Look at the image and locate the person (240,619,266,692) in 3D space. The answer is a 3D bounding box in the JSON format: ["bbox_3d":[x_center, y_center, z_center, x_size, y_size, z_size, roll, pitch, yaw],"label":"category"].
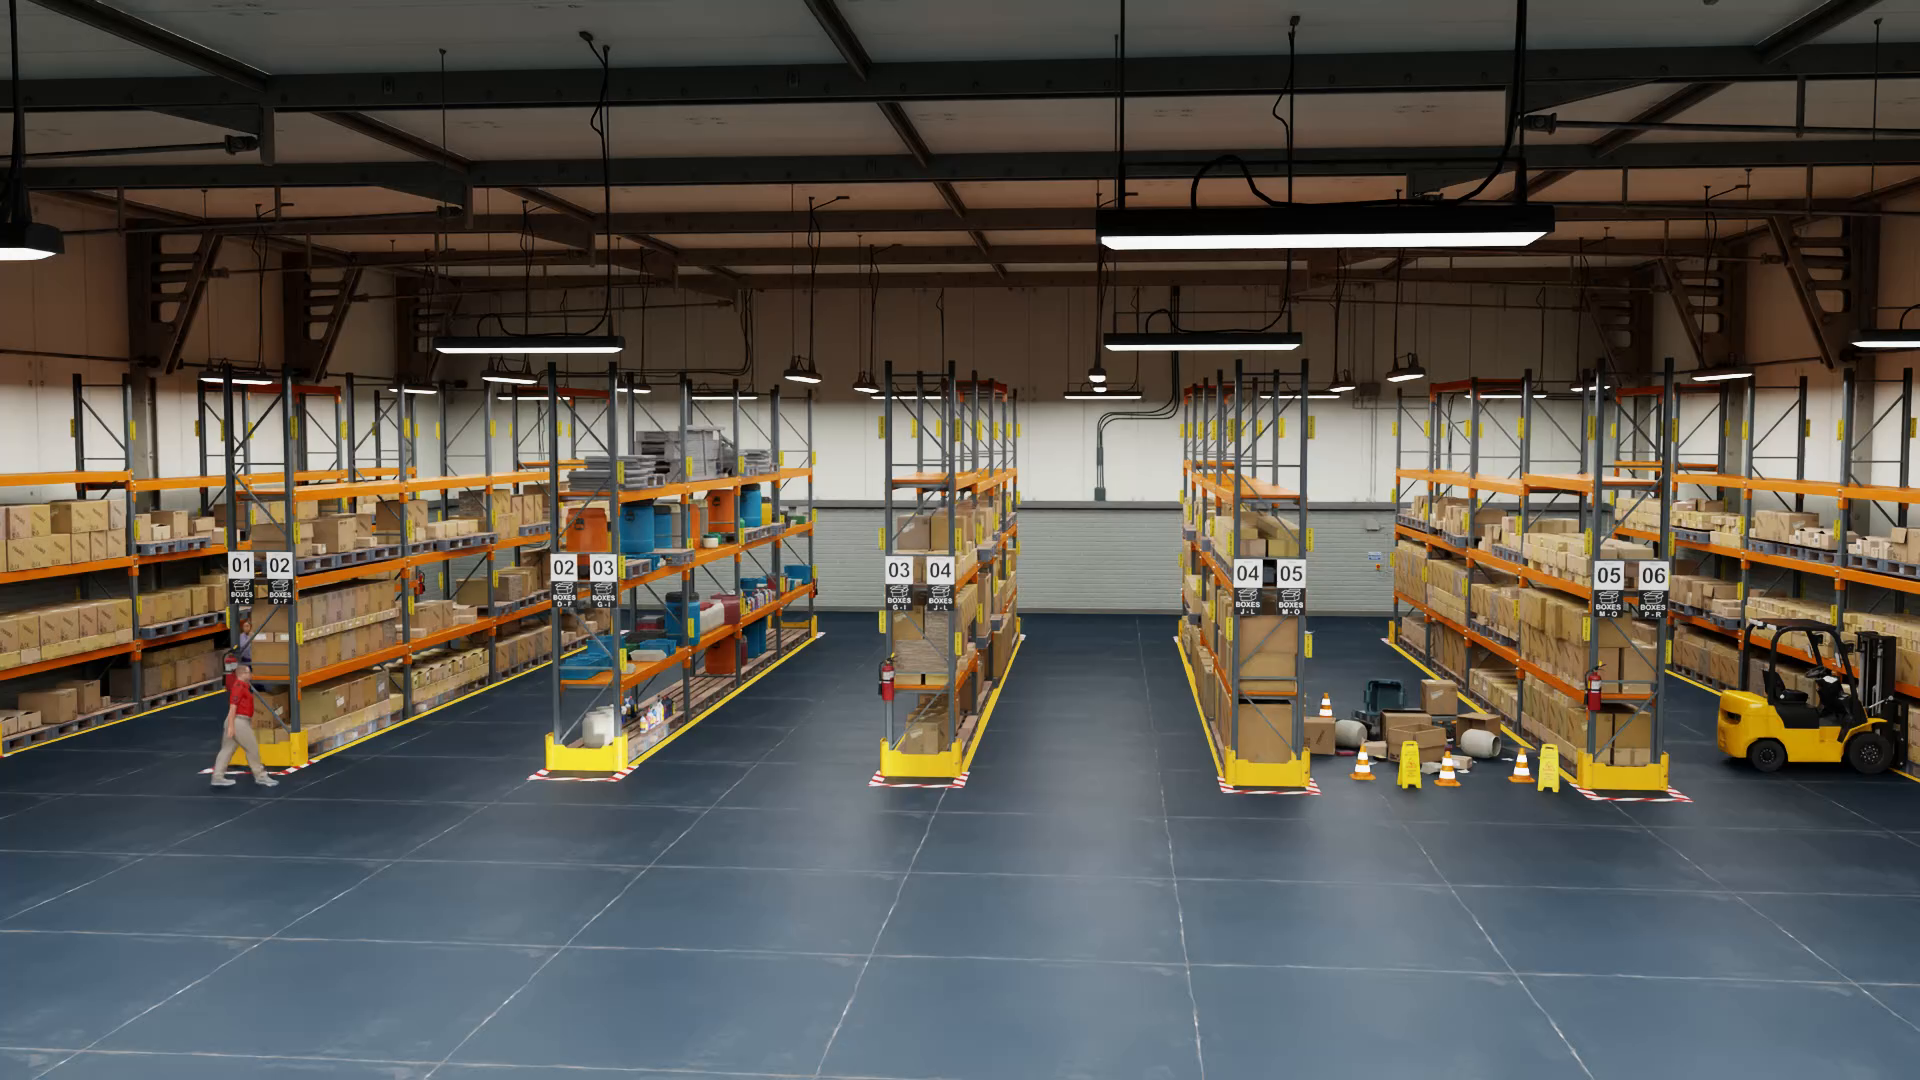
[{"bbox_3d":[-12.761,2.229,30.010,0.571,1.632,0.558,0,4,4],"label":"person"}]

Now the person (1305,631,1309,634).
[{"bbox_3d":[8.195,1.486,40.900,0.815,1.653,0.456,2,4,26],"label":"person"}]

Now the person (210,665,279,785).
[{"bbox_3d":[-10.110,2.610,23.433,0.861,1.707,0.558,-2,4,-32],"label":"person"}]

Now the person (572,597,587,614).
[{"bbox_3d":[-10.247,1.239,44.414,0.487,1.651,0.501,-3,5,-41],"label":"person"}]
